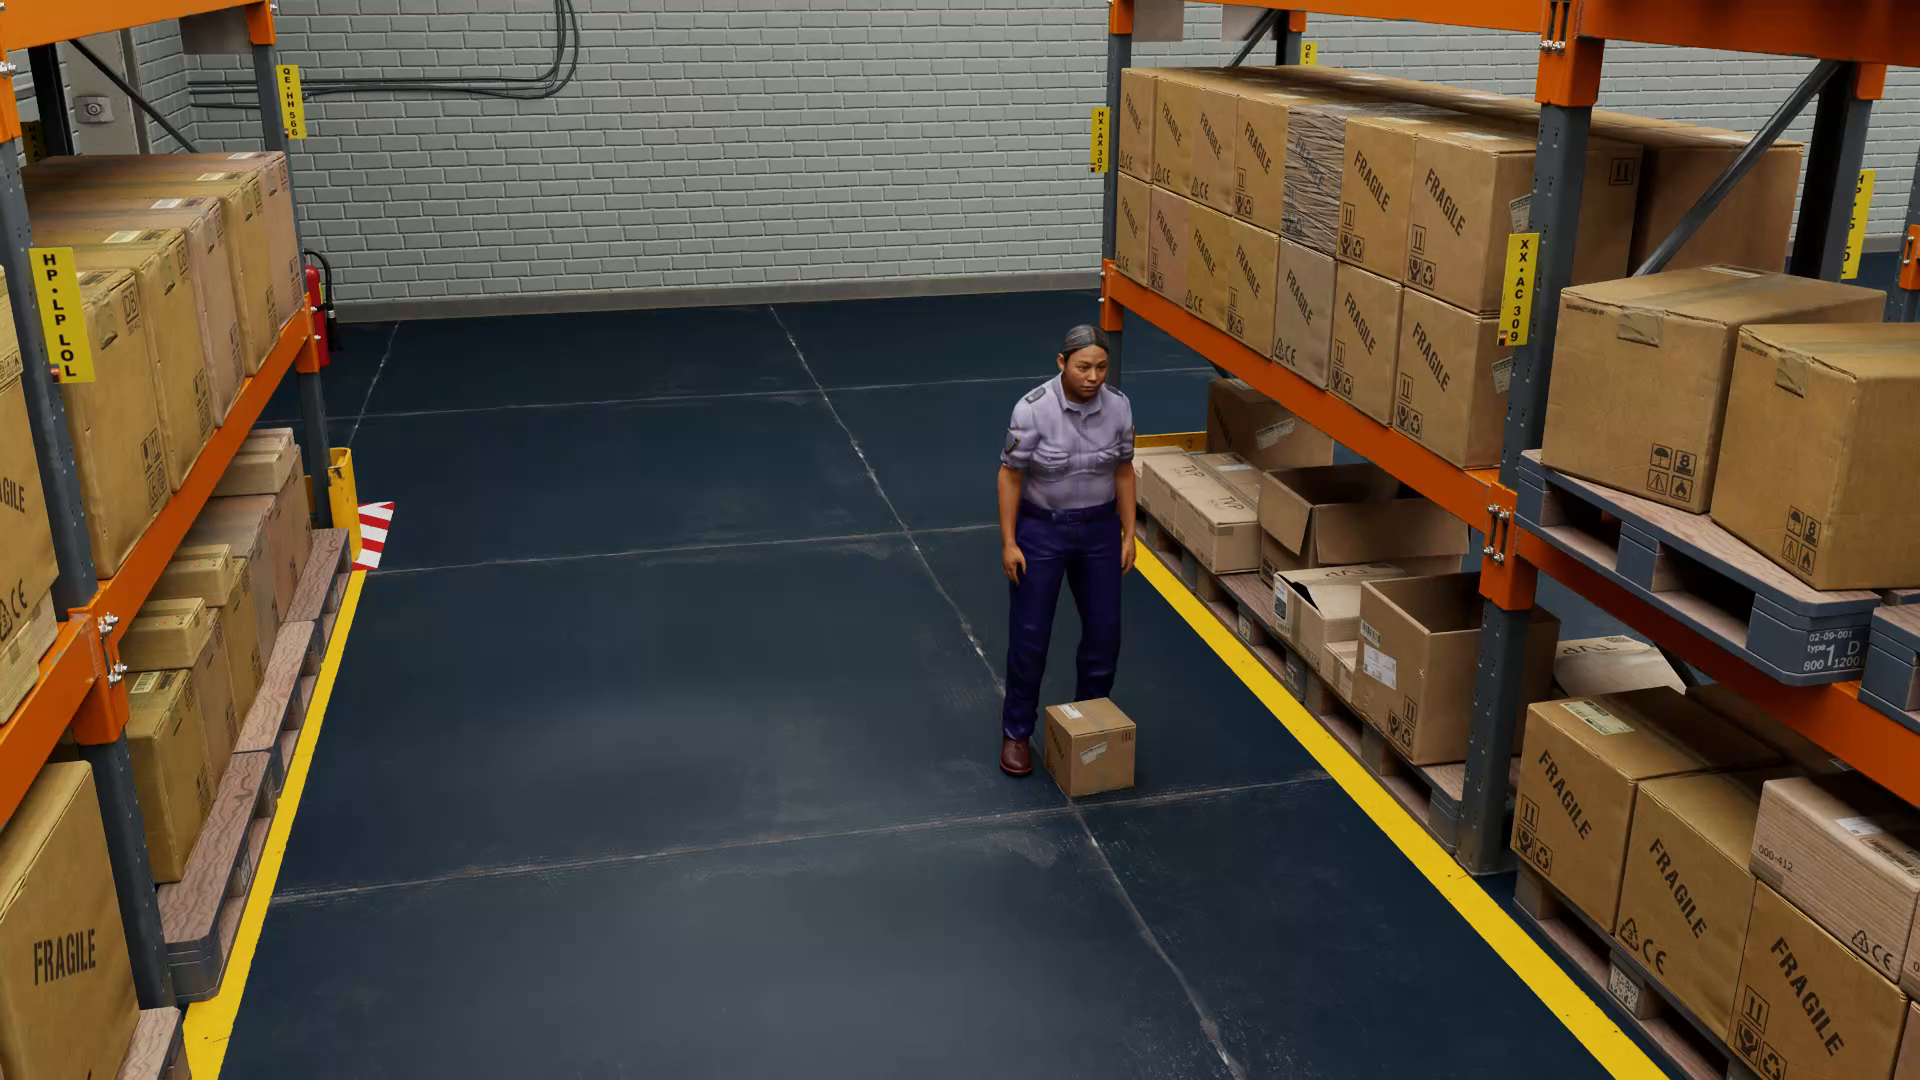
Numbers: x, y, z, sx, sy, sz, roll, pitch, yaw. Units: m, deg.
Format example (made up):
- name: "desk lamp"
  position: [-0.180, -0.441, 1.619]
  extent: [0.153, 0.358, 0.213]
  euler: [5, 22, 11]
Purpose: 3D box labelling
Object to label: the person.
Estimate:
- name: "person"
  position: [0.385, 0.023, 6.040]
  extent: [0.542, 1.637, 0.369]
  euler: [-5, 20, -15]
